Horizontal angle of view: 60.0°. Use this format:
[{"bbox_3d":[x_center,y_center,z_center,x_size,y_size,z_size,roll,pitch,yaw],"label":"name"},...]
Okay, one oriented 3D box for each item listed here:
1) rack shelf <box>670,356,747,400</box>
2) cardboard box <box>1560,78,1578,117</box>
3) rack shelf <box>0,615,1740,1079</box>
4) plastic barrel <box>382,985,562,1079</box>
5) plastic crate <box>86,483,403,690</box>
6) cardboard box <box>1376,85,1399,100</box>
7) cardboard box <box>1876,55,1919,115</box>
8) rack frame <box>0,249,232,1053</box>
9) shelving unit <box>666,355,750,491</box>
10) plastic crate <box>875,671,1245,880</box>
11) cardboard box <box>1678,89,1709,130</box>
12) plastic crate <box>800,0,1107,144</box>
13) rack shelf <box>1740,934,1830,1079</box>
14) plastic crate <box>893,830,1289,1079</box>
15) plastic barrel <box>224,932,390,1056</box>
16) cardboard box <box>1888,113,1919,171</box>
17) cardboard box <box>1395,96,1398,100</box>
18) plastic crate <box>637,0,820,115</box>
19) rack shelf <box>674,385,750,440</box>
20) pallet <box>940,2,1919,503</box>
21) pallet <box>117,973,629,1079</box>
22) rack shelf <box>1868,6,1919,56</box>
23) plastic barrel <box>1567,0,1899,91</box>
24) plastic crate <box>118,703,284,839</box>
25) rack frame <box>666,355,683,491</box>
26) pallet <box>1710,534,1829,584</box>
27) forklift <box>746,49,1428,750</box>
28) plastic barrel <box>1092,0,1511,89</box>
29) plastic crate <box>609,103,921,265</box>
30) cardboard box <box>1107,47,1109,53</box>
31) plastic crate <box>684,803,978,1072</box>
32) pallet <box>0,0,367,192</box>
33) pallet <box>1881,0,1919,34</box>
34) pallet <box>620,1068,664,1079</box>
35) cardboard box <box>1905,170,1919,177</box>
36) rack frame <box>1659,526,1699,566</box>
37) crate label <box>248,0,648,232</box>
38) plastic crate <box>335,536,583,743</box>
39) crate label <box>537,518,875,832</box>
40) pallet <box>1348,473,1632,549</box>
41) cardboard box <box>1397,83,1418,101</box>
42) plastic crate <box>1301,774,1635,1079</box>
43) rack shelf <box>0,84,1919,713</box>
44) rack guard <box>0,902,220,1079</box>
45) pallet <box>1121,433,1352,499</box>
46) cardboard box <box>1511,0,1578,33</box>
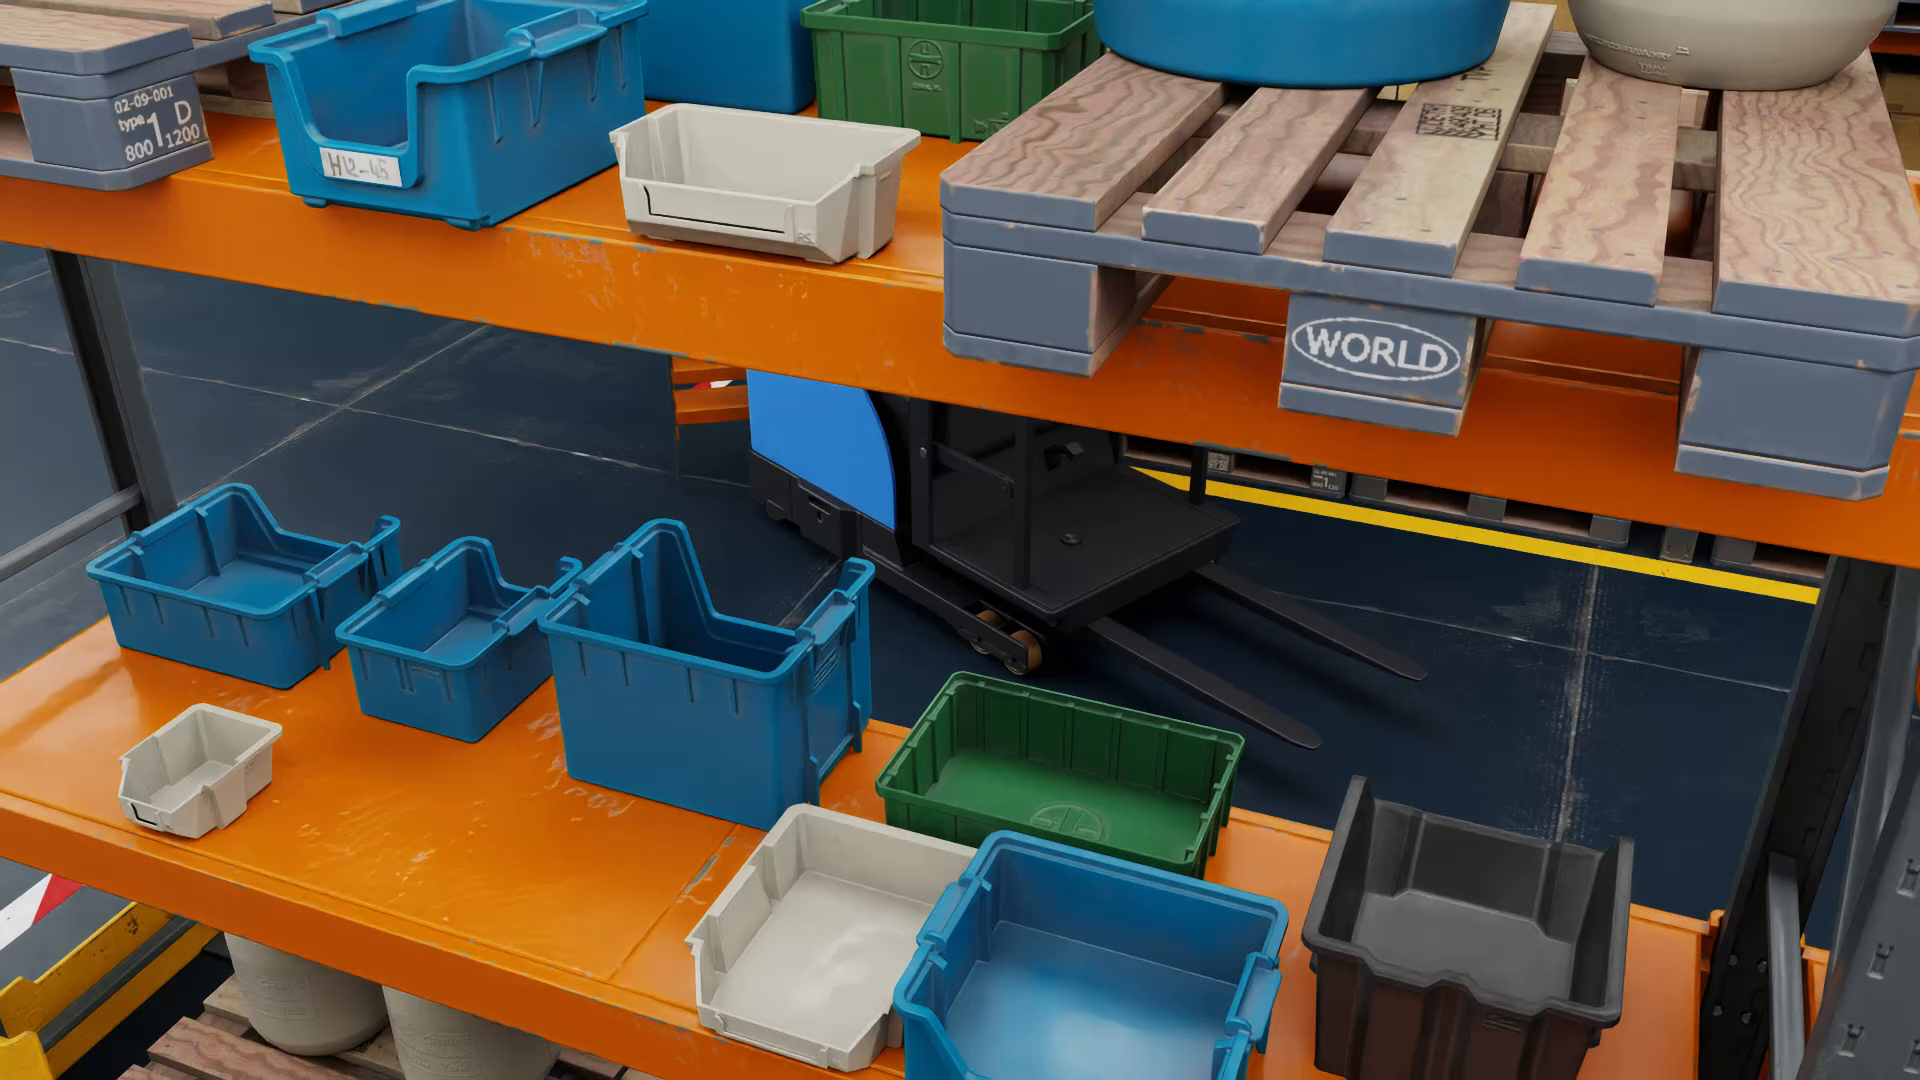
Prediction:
[{"bbox_3d":[-1.067,-0.769,7.528,0.480,0.148,0.258,-6,30,-10],"label":"rack shelf"},{"bbox_3d":[2.425,-1.809,6.640,0.250,0.149,0.380,10,31,18],"label":"cardboard box"},{"bbox_3d":[-0.489,0.765,3.579,4.000,0.370,1.077,11,31,19],"label":"rack shelf"},{"bbox_3d":[-1.239,1.162,4.248,0.421,0.512,0.421,0,29,0],"label":"plastic barrel"},{"bbox_3d":[-1.766,0.103,4.171,0.616,0.251,0.499,11,31,19],"label":"plastic crate"},{"bbox_3d":[1.721,-1.950,6.891,0.250,0.149,0.380,12,32,21],"label":"cardboard box"},{"bbox_3d":[6.187,-2.917,10.693,0.500,0.250,0.500,11,31,18],"label":"cardboard box"},{"bbox_3d":[-2.342,0.082,4.057,0.127,3.000,1.000,11,31,19],"label":"rack frame"},{"bbox_3d":[-1.067,-0.828,7.495,0.503,1.200,0.258,-6,30,-10],"label":"shelving unit"},{"bbox_3d":[0.212,0.534,3.472,0.662,0.188,0.450,11,31,19],"label":"plastic crate"},{"bbox_3d":[2.897,-1.715,6.474,0.250,0.149,0.380,11,31,19],"label":"cardboard box"},{"bbox_3d":[0.004,-0.808,2.798,0.450,0.188,0.336,11,31,19],"label":"plastic crate"},{"bbox_3d":[3.217,1.505,2.270,4.000,0.370,1.077,11,31,19],"label":"rack shelf"},{"bbox_3d":[0.236,0.806,2.928,0.616,0.251,0.499,11,31,19],"label":"plastic crate"},{"bbox_3d":[-1.704,1.069,4.412,0.421,0.512,0.421,0,29,0],"label":"plastic barrel"},{"bbox_3d":[6.275,-2.597,10.890,0.500,0.500,0.700,11,31,18],"label":"cardboard box"},{"bbox_3d":[1.862,-1.748,7.193,0.500,0.500,0.700,12,32,20],"label":"cardboard box"},{"bbox_3d":[-0.462,-1.002,2.941,0.575,0.384,0.392,11,31,19],"label":"plastic crate"},{"bbox_3d":[-1.067,-0.596,7.626,0.480,0.148,0.258,-6,30,-10],"label":"rack shelf"},{"bbox_3d":[0.659,-0.491,2.213,1.003,0.211,1.213,11,31,19],"label":"pallet"},{"bbox_3d":[-1.504,1.441,4.486,1.213,0.211,1.003,11,31,19],"label":"pallet"},{"bbox_3d":[6.942,-3.012,10.262,4.000,0.370,1.077,11,31,19],"label":"rack shelf"},{"bbox_3d":[1.039,-0.885,2.178,0.421,0.512,0.421,0,29,0],"label":"plastic barrel"},{"bbox_3d":[-1.634,0.509,3.569,0.250,0.136,0.298,11,31,19],"label":"plastic crate"},{"bbox_3d":[-1.306,-0.805,7.454,0.015,1.200,0.240,-6,30,-10],"label":"rack frame"},{"bbox_3d":[3.927,-0.104,7.219,1.213,0.211,1.003,11,31,19],"label":"pallet"},{"bbox_3d":[0.419,-1.046,6.122,1.130,2.935,3.031,-24,37,-36],"label":"forklift"},{"bbox_3d":[0.482,-1.118,2.195,0.708,0.901,0.600,11,31,19],"label":"plastic barrel"},{"bbox_3d":[-0.275,-0.482,2.274,0.396,0.136,0.243,11,31,19],"label":"plastic crate"},{"bbox_3d":[0.763,-2.141,7.229,0.250,0.149,0.380,10,31,17],"label":"cardboard box"},{"bbox_3d":[-0.236,0.752,3.140,0.437,0.136,0.530,11,31,19],"label":"plastic crate"},{"bbox_3d":[-1.613,-0.944,3.016,1.213,0.211,1.003,11,31,19],"label":"pallet"},{"bbox_3d":[5.742,-3.404,10.419,1.213,0.211,1.003,11,31,19],"label":"pallet"},{"bbox_3d":[-0.377,1.668,4.085,1.213,0.211,1.003,11,31,19],"label":"pallet"},{"bbox_3d":[3.703,-1.300,6.653,0.500,0.250,0.500,13,32,22],"label":"cardboard box"},{"bbox_3d":[3.230,-1.436,6.742,0.127,3.000,1.000,11,31,19],"label":"rack frame"},{"bbox_3d":[-0.732,-0.662,2.476,0.408,0.251,0.502,11,31,19],"label":"crate label"},{"bbox_3d":[-1.167,0.225,3.954,0.408,0.251,0.499,11,31,19],"label":"plastic crate"},{"bbox_3d":[-0.535,0.284,3.664,0.616,0.435,0.502,11,31,19],"label":"crate label"},{"bbox_3d":[2.509,-0.388,7.722,1.213,0.211,1.003,11,31,19],"label":"pallet"},{"bbox_3d":[1.955,-1.904,6.809,0.250,0.149,0.380,11,31,19],"label":"cardboard box"},{"bbox_3d":[0.927,0.694,3.037,0.504,0.338,0.767,11,31,19],"label":"plastic crate"},{"bbox_3d":[-0.489,-0.541,2.841,4.000,0.370,1.077,11,31,19],"label":"rack shelf"},{"bbox_3d":[-2.254,1.163,4.685,0.348,0.500,1.175,11,31,19],"label":"rack guard"},{"bbox_3d":[1.374,-0.613,8.120,1.213,0.211,1.003,11,31,19],"label":"pallet"},{"bbox_3d":[2.348,-2.216,6.703,0.500,0.500,0.700,11,31,19],"label":"cardboard box"}]
